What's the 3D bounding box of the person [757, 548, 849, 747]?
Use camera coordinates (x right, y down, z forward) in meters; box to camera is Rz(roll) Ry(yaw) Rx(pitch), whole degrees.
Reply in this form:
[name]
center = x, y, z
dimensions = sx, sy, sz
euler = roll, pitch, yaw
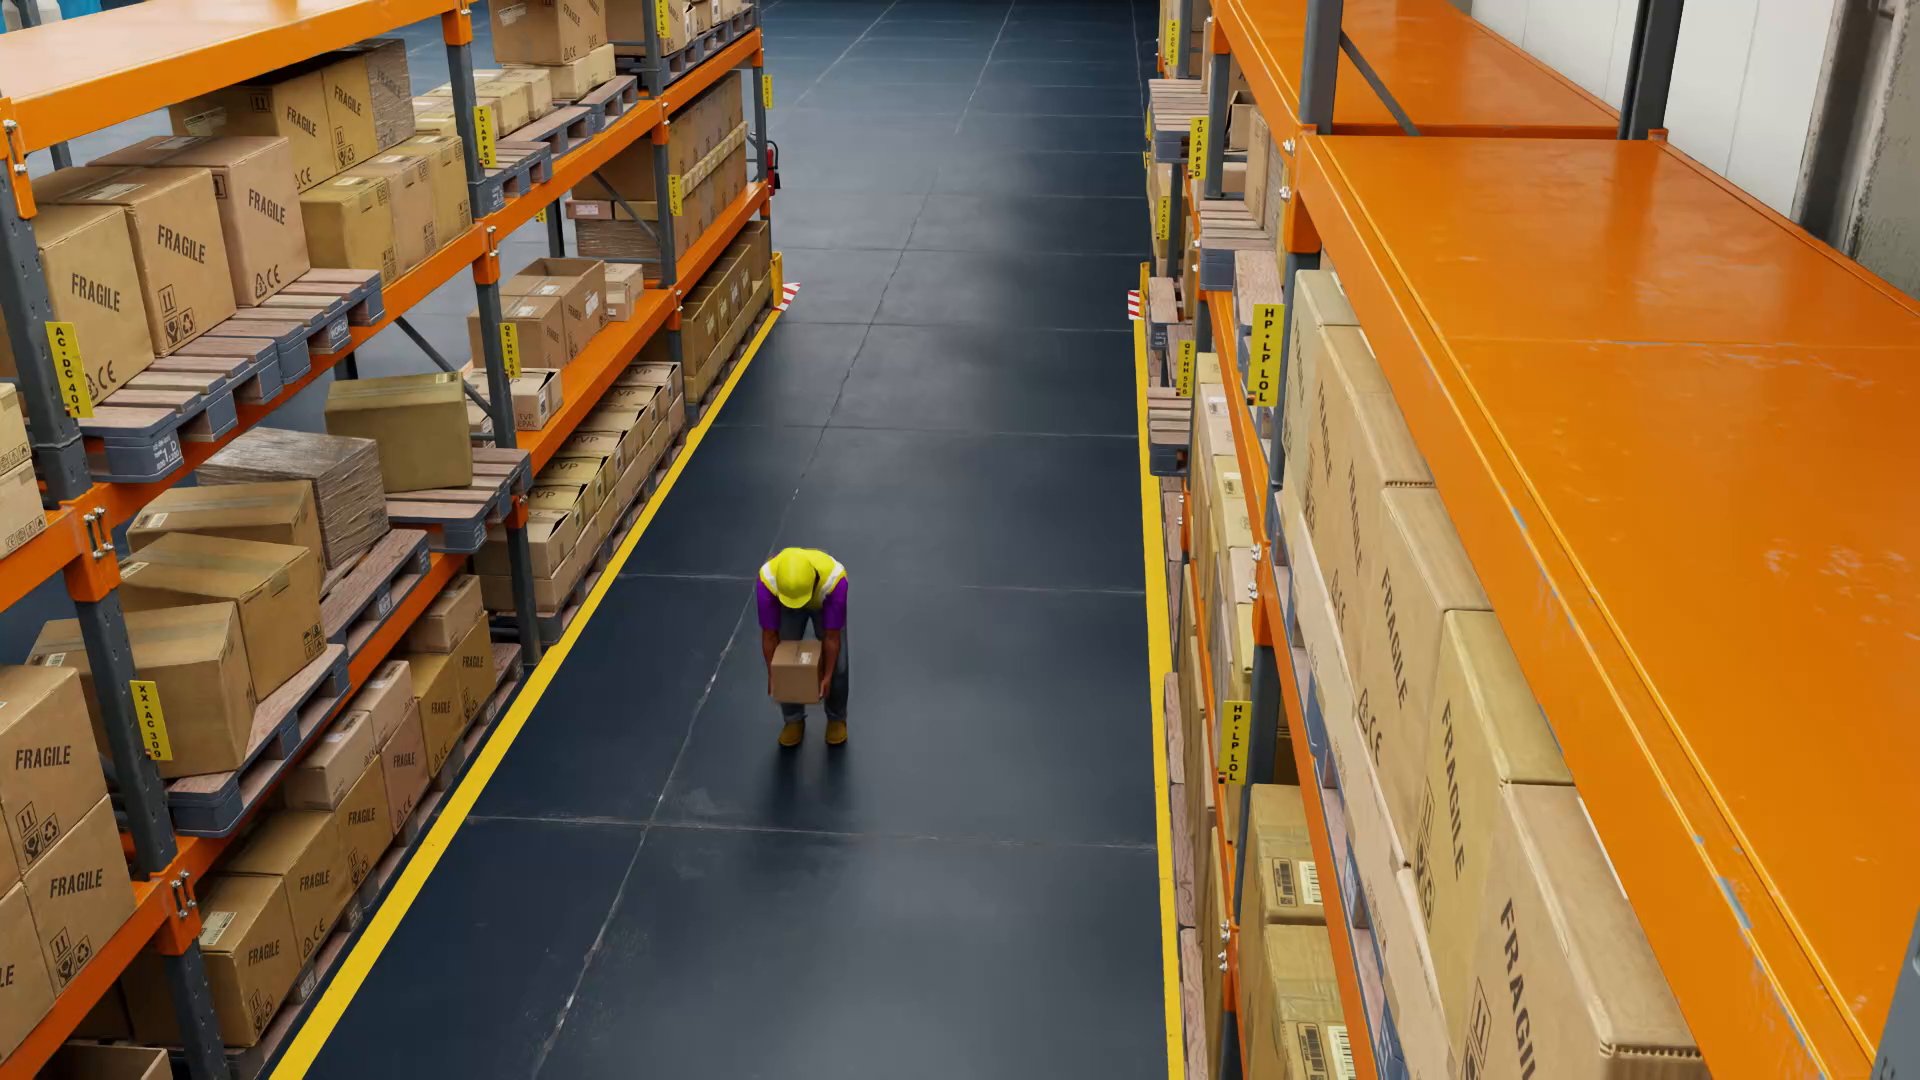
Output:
[person]
center = -0.846, 0.567, 9.197
dimensions = 0.490, 1.376, 0.898
euler = 1, 24, 2
